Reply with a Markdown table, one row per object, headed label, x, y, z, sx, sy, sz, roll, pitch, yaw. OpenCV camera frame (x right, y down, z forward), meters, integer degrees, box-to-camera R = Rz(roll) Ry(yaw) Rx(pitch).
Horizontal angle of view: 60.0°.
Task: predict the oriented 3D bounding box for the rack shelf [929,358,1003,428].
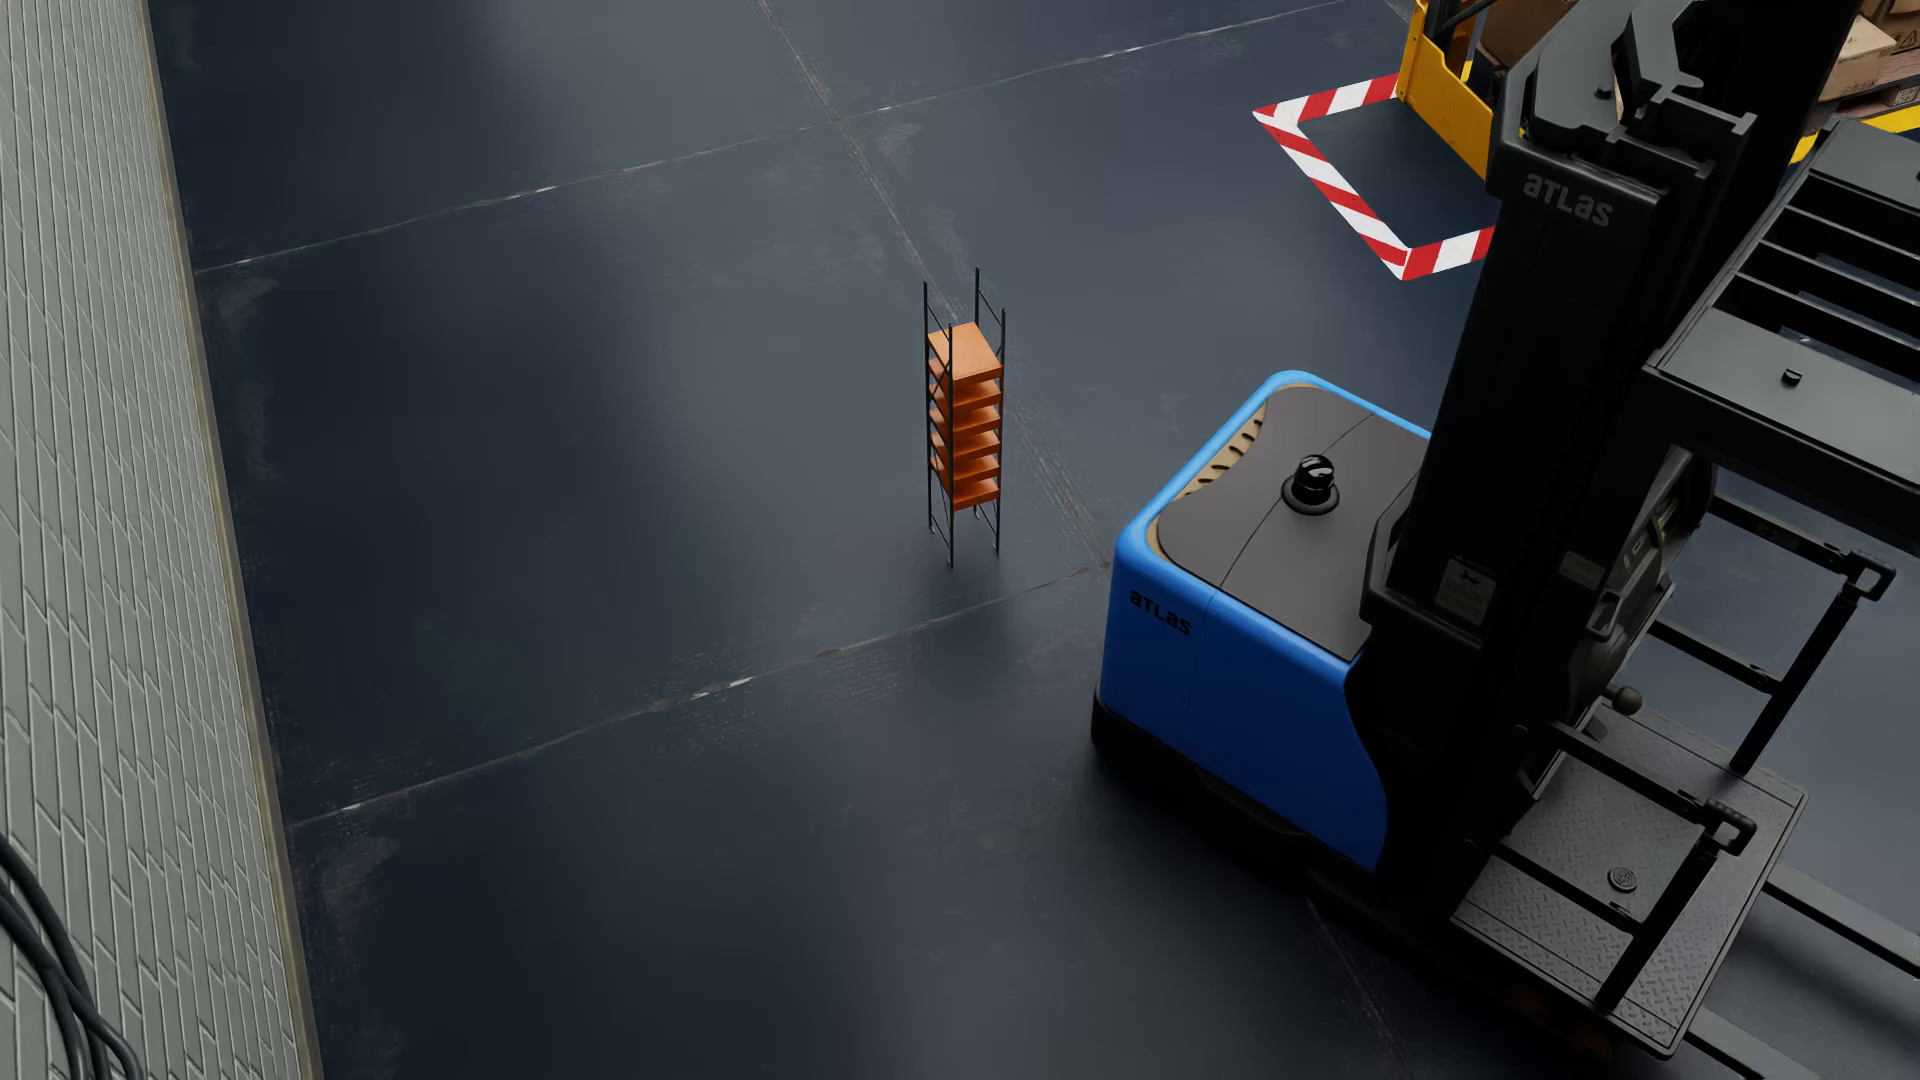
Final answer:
| label | x | y | z | sx | sy | sz | roll | pitch | yaw |
| --- | --- | --- | --- | --- | --- | --- | --- | --- | --- |
| rack shelf | 0.013 | -0.522 | 5.650 | 0.180 | 0.103 | 0.258 | -17 | 52 | -14 |

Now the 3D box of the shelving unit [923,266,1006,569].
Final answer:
| label | x | y | z | sx | sy | sz | roll | pitch | yaw |
| --- | --- | --- | --- | --- | --- | --- | --- | --- | --- |
| shelving unit | 0.013 | -0.395 | 5.798 | 0.189 | 1.200 | 0.258 | -17 | 52 | -14 |

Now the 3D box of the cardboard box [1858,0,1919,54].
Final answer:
| label | x | y | z | sx | sy | sz | roll | pitch | yaw |
| --- | --- | --- | --- | --- | --- | --- | --- | --- | --- |
| cardboard box | 4.382 | -2.740 | 7.981 | 0.637 | 0.503 | 0.797 | -17 | 52 | -14 |

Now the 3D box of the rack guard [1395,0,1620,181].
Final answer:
| label | x | y | z | sx | sy | sz | roll | pitch | yaw |
| --- | --- | --- | --- | --- | --- | --- | --- | --- | --- |
| rack guard | 2.487 | -2.012 | 7.649 | 0.348 | 0.500 | 1.175 | -17 | 52 | -14 |

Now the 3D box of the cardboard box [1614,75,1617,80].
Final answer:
| label | x | y | z | sx | sy | sz | roll | pitch | yaw |
| --- | --- | --- | --- | --- | --- | --- | --- | --- | --- |
| cardboard box | 3.165 | -1.976 | 7.547 | 0.250 | 0.166 | 0.380 | -17 | 52 | -14 |

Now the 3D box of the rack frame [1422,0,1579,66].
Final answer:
| label | x | y | z | sx | sy | sz | roll | pitch | yaw |
| --- | --- | --- | --- | --- | --- | --- | --- | --- | --- |
| rack frame | 2.416 | -2.805 | 6.681 | 0.127 | 3.000 | 1.000 | -17 | 52 | -14 |

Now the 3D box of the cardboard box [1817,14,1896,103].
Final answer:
| label | x | y | z | sx | sy | sz | roll | pitch | yaw |
| --- | --- | --- | --- | --- | --- | --- | --- | --- | --- |
| cardboard box | 3.953 | -2.296 | 7.767 | 0.500 | 0.250 | 0.500 | -17 | 52 | -14 |

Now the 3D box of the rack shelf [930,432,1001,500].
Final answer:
| label | x | y | z | sx | sy | sz | roll | pitch | yaw |
| --- | --- | --- | --- | --- | --- | --- | --- | --- | --- |
| rack shelf | 0.013 | -0.288 | 5.923 | 0.180 | 0.103 | 0.258 | -17 | 52 | -14 |

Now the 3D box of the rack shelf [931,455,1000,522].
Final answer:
| label | x | y | z | sx | sy | sz | roll | pitch | yaw |
| --- | --- | --- | --- | --- | --- | --- | --- | --- | --- |
| rack shelf | 0.013 | -0.210 | 6.014 | 0.180 | 0.103 | 0.258 | -17 | 52 | -14 |

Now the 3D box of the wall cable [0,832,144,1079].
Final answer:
| label | x | y | z | sx | sy | sz | roll | pitch | yaw |
| --- | --- | --- | --- | --- | --- | --- | --- | --- | --- |
| wall cable | -1.078 | 1.102 | 1.419 | 0.112 | 2.526 | 3.097 | -17 | 52 | -14 |

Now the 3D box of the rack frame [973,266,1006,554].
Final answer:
| label | x | y | z | sx | sy | sz | roll | pitch | yaw |
| --- | --- | --- | --- | --- | --- | --- | --- | --- | --- |
| rack frame | 0.098 | -0.421 | 5.821 | 0.006 | 1.200 | 0.240 | -17 | 52 | -14 |

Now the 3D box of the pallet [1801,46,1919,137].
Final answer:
| label | x | y | z | sx | sy | sz | roll | pitch | yaw |
| --- | --- | --- | --- | --- | --- | --- | --- | --- | --- |
| pallet | 4.352 | -2.494 | 8.253 | 1.213 | 0.211 | 1.003 | -17 | 52 | -14 |

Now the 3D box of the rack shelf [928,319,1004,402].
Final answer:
| label | x | y | z | sx | sy | sz | roll | pitch | yaw |
| --- | --- | --- | --- | --- | --- | --- | --- | --- | --- |
| rack shelf | 0.013 | -0.601 | 5.559 | 0.180 | 0.103 | 0.258 | -17 | 52 | -14 |

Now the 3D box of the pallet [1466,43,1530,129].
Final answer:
| label | x | y | z | sx | sy | sz | roll | pitch | yaw |
| --- | --- | --- | --- | --- | --- | --- | --- | --- | --- |
| pallet | 3.224 | -2.147 | 7.955 | 1.213 | 0.211 | 1.003 | -17 | 52 | -14 |

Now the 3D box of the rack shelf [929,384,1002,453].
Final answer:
| label | x | y | z | sx | sy | sz | roll | pitch | yaw |
| --- | --- | --- | --- | --- | --- | --- | --- | --- | --- |
| rack shelf | 0.013 | -0.444 | 5.741 | 0.180 | 0.103 | 0.258 | -17 | 52 | -14 |

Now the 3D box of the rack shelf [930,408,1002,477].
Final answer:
| label | x | y | z | sx | sy | sz | roll | pitch | yaw |
| --- | --- | --- | --- | --- | --- | --- | --- | --- | --- |
| rack shelf | 0.013 | -0.366 | 5.832 | 0.180 | 0.103 | 0.258 | -17 | 52 | -14 |

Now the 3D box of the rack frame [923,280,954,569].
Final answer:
| label | x | y | z | sx | sy | sz | roll | pitch | yaw |
| --- | --- | --- | --- | --- | --- | --- | --- | --- | --- |
| rack frame | -0.071 | -0.369 | 5.776 | 0.006 | 1.200 | 0.240 | -17 | 52 | -14 |

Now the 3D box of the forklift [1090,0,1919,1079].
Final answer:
| label | x | y | z | sx | sy | sz | roll | pitch | yaw |
| --- | --- | --- | --- | --- | --- | --- | --- | --- | --- |
| forklift | 1.910 | 0.154 | 4.186 | 3.031 | 2.935 | 1.130 | 31 | 56 | 24 |

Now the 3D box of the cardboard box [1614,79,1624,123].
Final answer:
| label | x | y | z | sx | sy | sz | roll | pitch | yaw |
| --- | --- | --- | --- | --- | --- | --- | --- | --- | --- |
| cardboard box | 2.934 | -1.898 | 7.492 | 0.250 | 0.149 | 0.380 | -17 | 52 | -14 |

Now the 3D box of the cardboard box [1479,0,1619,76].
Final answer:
| label | x | y | z | sx | sy | sz | roll | pitch | yaw |
| --- | --- | --- | --- | --- | --- | --- | --- | --- | --- |
| cardboard box | 2.827 | -2.463 | 7.745 | 0.500 | 0.500 | 0.500 | -17 | 52 | -14 |
